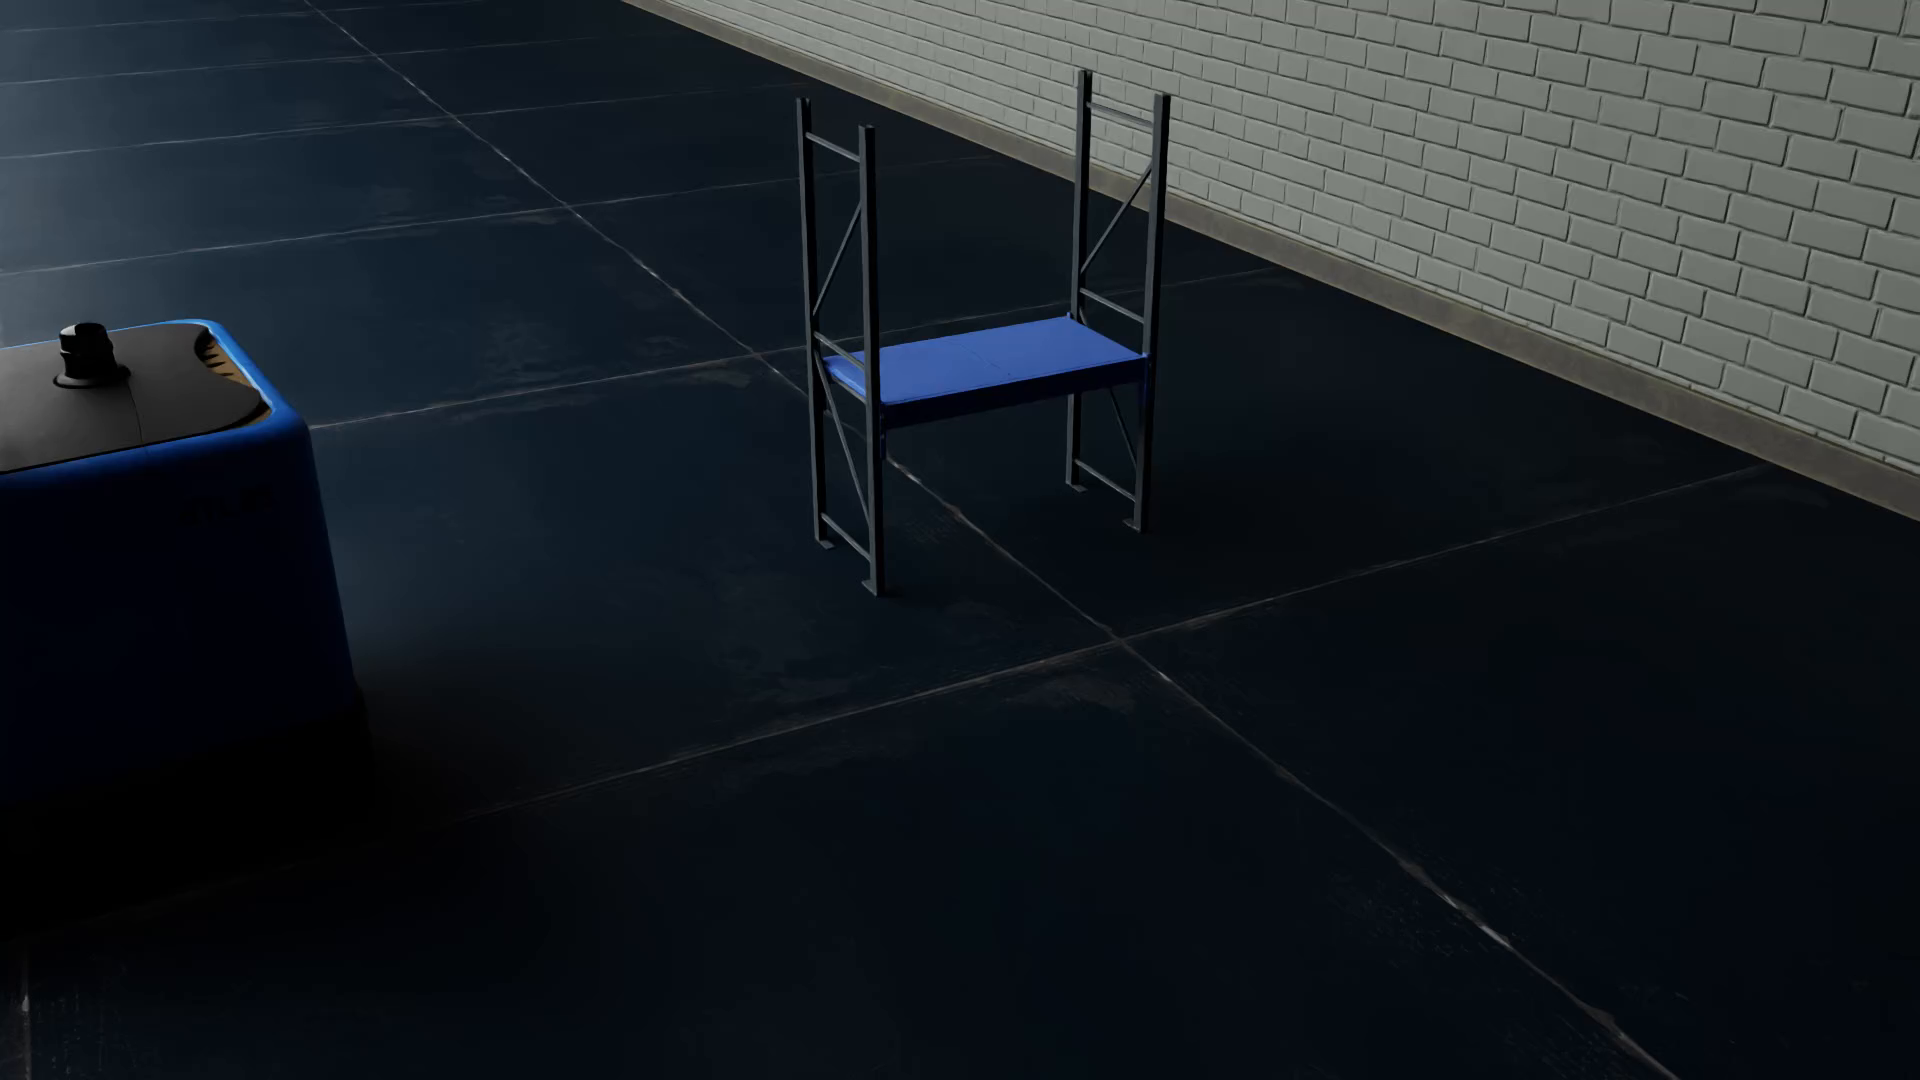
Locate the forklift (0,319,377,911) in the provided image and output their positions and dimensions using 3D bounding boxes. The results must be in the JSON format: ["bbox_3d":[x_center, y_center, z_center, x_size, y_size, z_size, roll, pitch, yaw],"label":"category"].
[{"bbox_3d":[-3.022,-0.450,3.302,3.031,2.935,1.130,-16,30,-30],"label":"forklift"}]

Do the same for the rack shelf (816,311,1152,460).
[{"bbox_3d":[0.075,-0.531,5.539,1.000,0.185,0.538,-13,29,-25],"label":"rack shelf"}]

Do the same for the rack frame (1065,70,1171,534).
[{"bbox_3d":[0.524,-0.797,5.677,0.032,1.500,0.500,-13,29,-25],"label":"rack frame"}]

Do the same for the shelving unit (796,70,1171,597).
[{"bbox_3d":[0.075,-0.693,5.462,1.048,1.500,0.538,-13,29,-25],"label":"shelving unit"}]

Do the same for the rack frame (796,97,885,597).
[{"bbox_3d":[-0.373,-0.590,5.246,0.032,1.500,0.500,-13,29,-25],"label":"rack frame"}]
